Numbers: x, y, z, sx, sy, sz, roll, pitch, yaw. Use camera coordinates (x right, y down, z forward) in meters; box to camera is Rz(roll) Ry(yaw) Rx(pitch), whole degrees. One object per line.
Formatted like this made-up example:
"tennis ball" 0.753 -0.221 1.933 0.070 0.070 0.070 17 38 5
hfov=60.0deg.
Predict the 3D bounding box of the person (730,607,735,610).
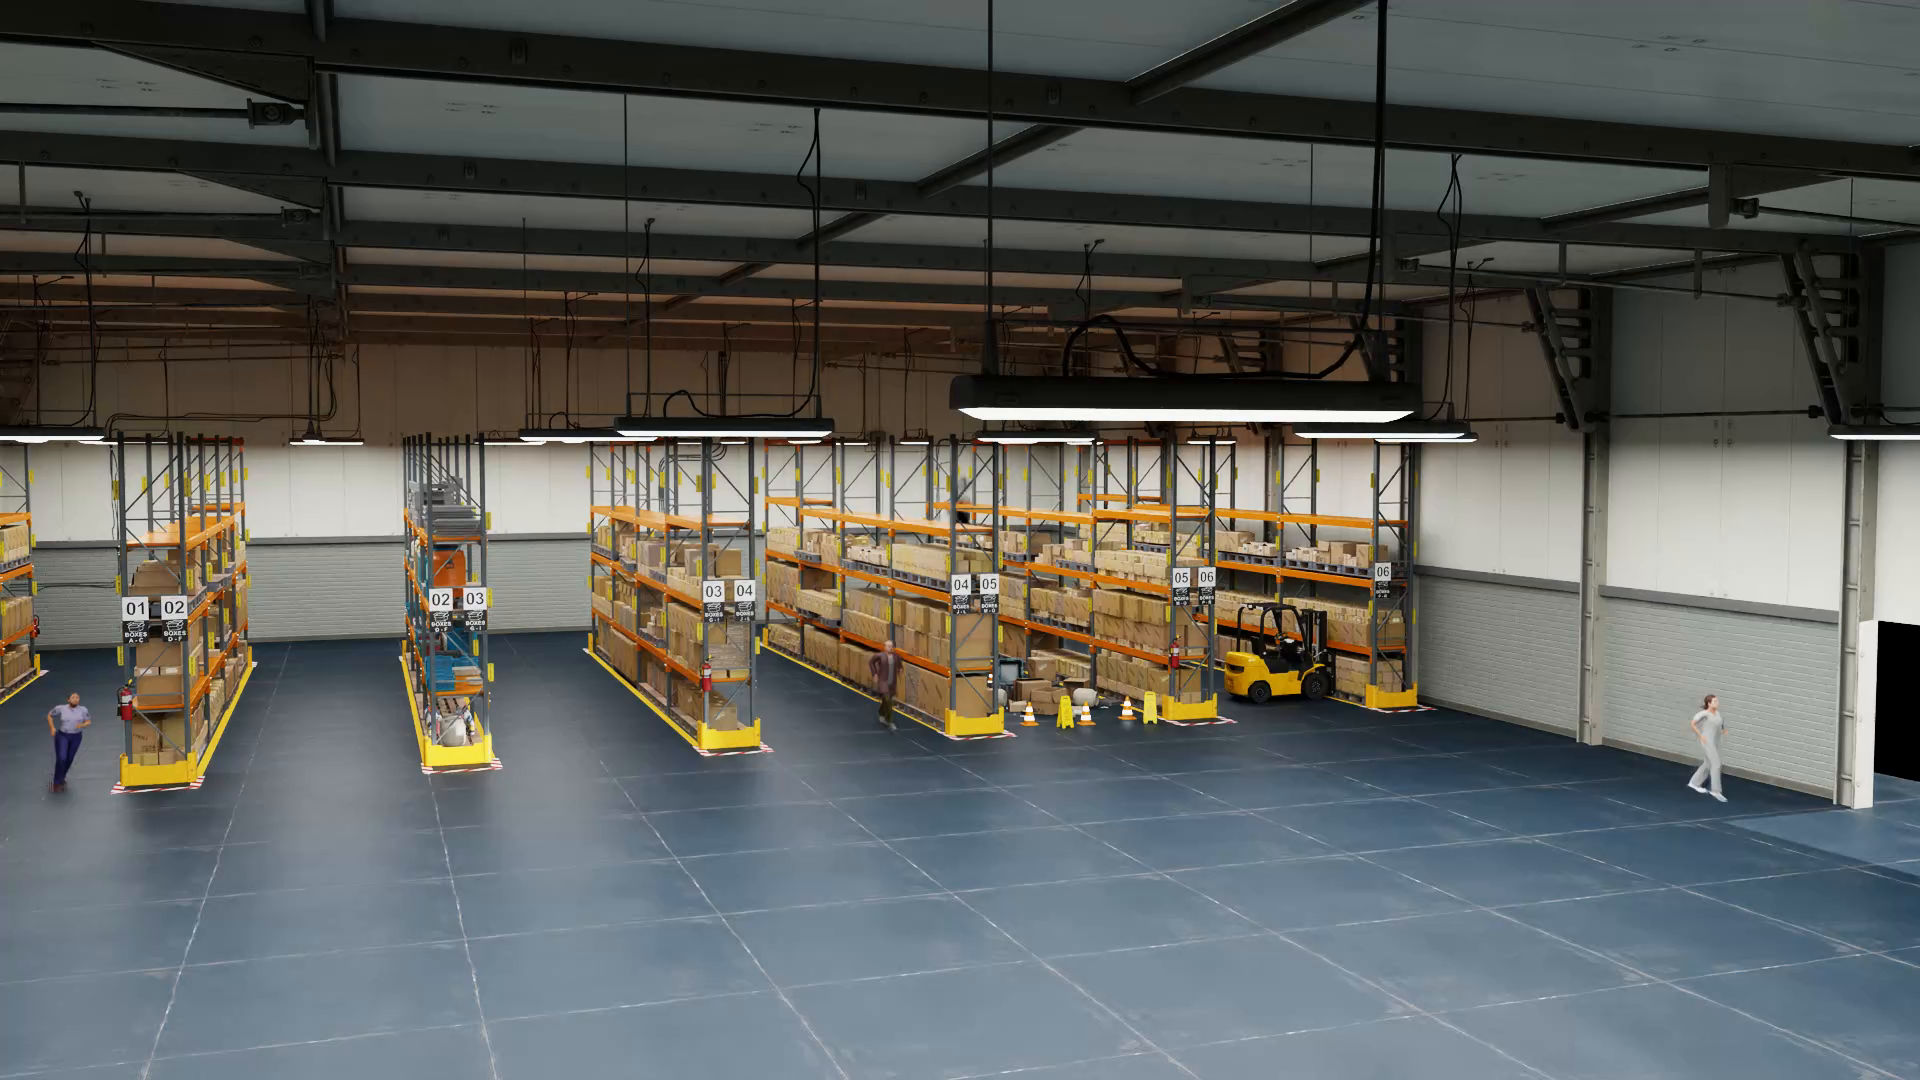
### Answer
"person" -6.694 2.211 48.649 0.690 1.675 0.808 2 4 29

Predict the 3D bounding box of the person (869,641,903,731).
"person" -1.498 2.948 34.029 0.649 1.804 1.015 -2 4 -31

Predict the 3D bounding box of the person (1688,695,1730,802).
"person" 12.270 3.379 27.217 0.568 1.716 0.732 -2 4 -34

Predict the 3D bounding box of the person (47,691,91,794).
"person" -14.977 3.385 27.938 0.665 1.671 0.793 -3 4 -43
